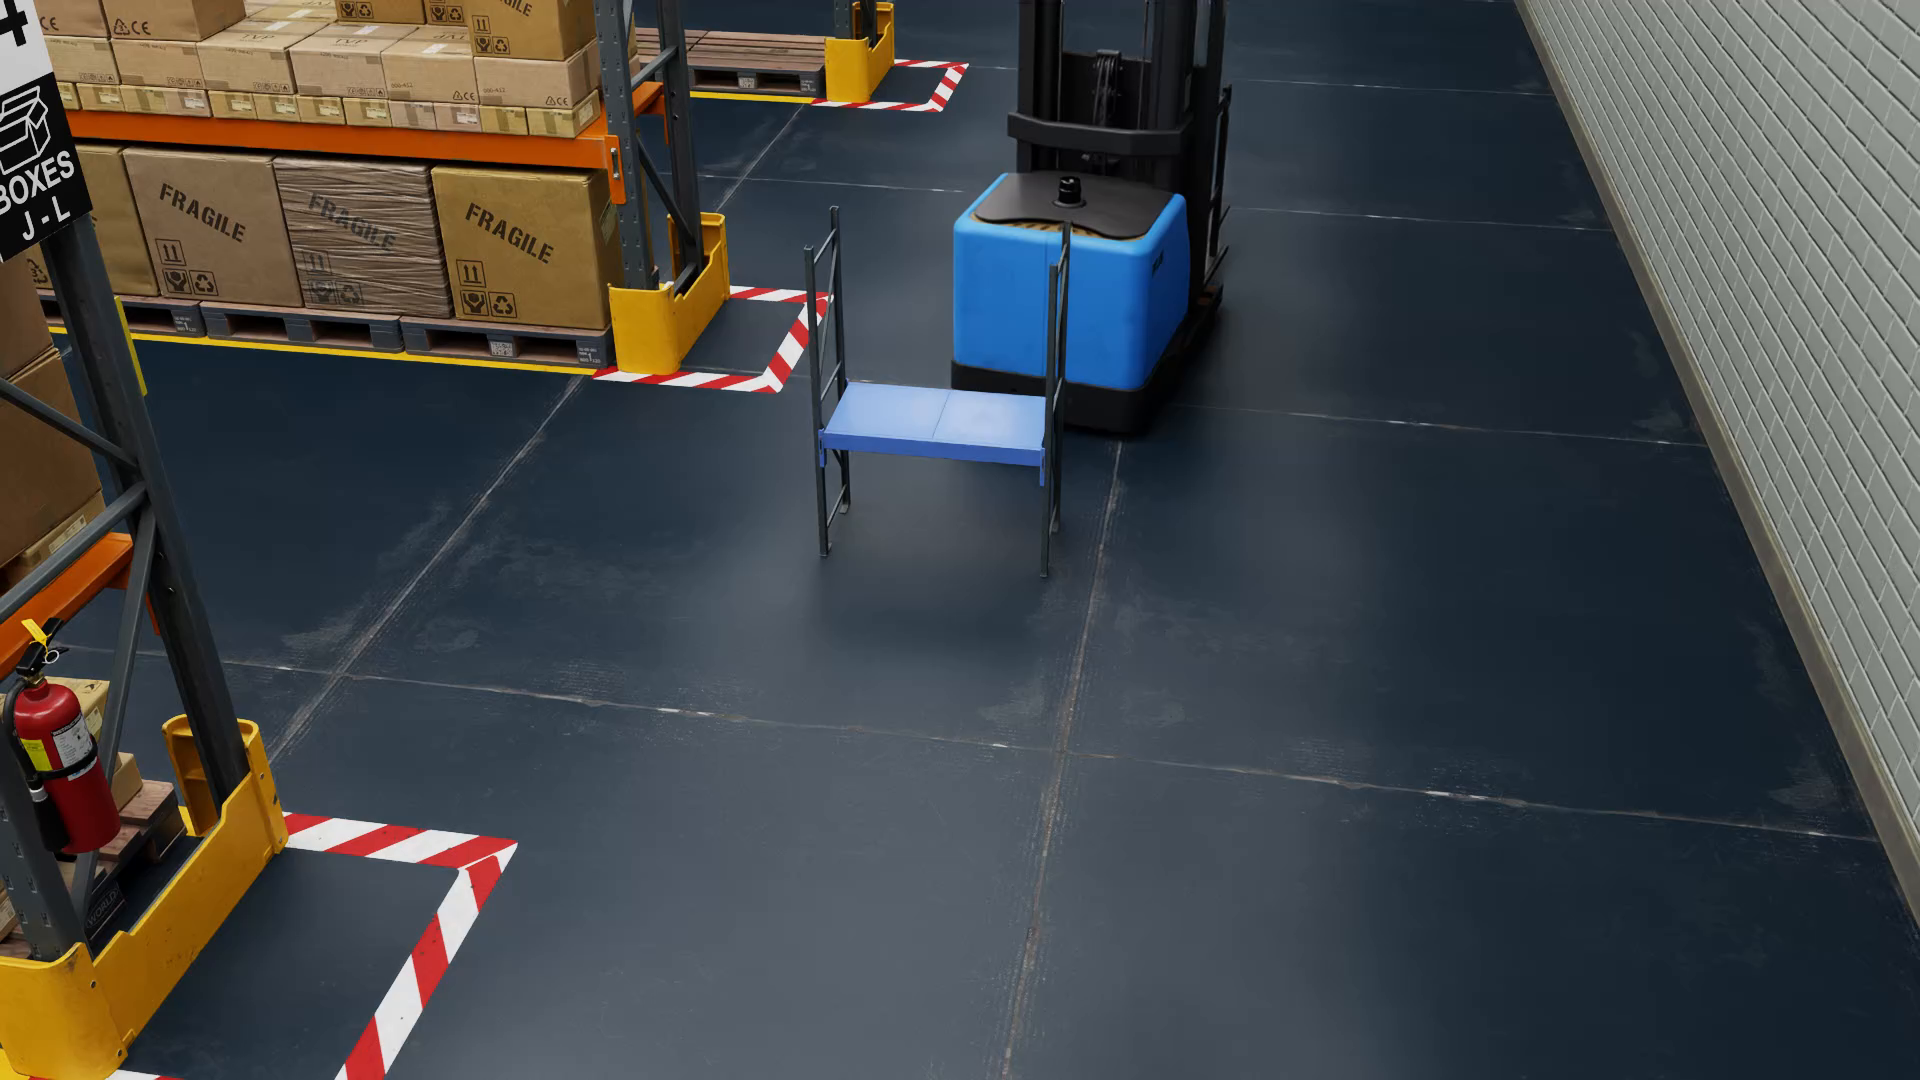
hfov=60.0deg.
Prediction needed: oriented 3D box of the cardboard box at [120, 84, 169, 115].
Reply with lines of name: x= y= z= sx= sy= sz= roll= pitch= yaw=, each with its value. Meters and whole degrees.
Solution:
cardboard box: x=-4.355 y=-2.458 z=9.087 sx=0.250 sy=0.149 sz=0.380 roll=5 pitch=32 yaw=8

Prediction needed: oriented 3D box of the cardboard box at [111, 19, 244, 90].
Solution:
cardboard box: x=-4.201 y=-2.650 z=9.018 sx=0.500 sy=0.250 sz=0.500 roll=6 pitch=33 yaw=9

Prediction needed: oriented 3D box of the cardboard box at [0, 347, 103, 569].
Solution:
cardboard box: x=-3.008 y=-0.268 z=4.976 sx=0.500 sy=0.500 sz=0.500 roll=7 pitch=33 yaw=11

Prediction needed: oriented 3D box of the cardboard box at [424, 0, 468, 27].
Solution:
cardboard box: x=-2.599 y=-3.109 z=9.044 sx=0.500 sy=0.500 sz=0.500 roll=4 pitch=32 yaw=7

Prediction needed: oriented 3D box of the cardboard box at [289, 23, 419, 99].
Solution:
cardboard box: x=-3.202 y=-2.558 z=8.870 sx=0.500 sy=0.250 sz=0.500 roll=4 pitch=32 yaw=7

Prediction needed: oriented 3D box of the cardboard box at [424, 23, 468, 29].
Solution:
cardboard box: x=-2.619 y=-2.789 z=9.240 sx=0.500 sy=0.250 sz=0.500 roll=5 pitch=32 yaw=8

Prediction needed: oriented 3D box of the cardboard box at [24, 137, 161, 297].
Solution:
cardboard box: x=-4.984 y=-2.034 z=9.778 sx=0.875 sy=0.875 sz=0.875 roll=5 pitch=32 yaw=8

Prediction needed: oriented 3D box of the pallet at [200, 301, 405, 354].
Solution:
pallet: x=-3.678 y=-1.458 z=9.881 sx=1.213 sy=0.211 sz=1.003 roll=5 pitch=32 yaw=8

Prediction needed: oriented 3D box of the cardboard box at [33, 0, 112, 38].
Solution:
cardboard box: x=-4.708 y=-3.013 z=8.890 sx=0.500 sy=0.500 sz=0.500 roll=5 pitch=32 yaw=8

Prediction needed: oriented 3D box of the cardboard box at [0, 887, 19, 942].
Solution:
cardboard box: x=-3.166 y=1.178 z=5.333 sx=0.250 sy=0.149 sz=0.380 roll=6 pitch=32 yaw=9

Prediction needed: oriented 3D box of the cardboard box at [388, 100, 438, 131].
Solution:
cardboard box: x=-2.835 y=-2.321 z=8.868 sx=0.250 sy=0.149 sz=0.380 roll=6 pitch=32 yaw=9

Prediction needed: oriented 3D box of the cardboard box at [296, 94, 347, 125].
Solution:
cardboard box: x=-3.347 y=-2.366 z=8.940 sx=0.250 sy=0.149 sz=0.380 roll=5 pitch=32 yaw=8

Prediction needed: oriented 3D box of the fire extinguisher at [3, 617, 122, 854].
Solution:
fire extinguisher: x=-2.441 y=0.540 z=4.485 sx=0.183 sy=0.674 sz=0.296 roll=5 pitch=32 yaw=8

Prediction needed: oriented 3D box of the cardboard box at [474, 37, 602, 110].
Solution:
cardboard box: x=-2.200 y=-2.467 z=8.725 sx=0.500 sy=0.250 sz=0.500 roll=5 pitch=32 yaw=7

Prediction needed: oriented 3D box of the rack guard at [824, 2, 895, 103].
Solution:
rack guard: x=-0.819 y=-4.035 z=13.726 sx=0.348 sy=0.500 sz=1.175 roll=5 pitch=32 yaw=8

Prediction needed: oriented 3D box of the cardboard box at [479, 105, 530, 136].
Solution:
cardboard box: x=-2.341 y=-2.275 z=8.795 sx=0.250 sy=0.149 sz=0.380 roll=6 pitch=32 yaw=9

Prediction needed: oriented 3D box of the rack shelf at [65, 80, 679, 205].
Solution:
rack shelf: x=-3.649 y=-2.373 z=9.393 sx=4.000 sy=0.370 sz=1.077 roll=5 pitch=32 yaw=8

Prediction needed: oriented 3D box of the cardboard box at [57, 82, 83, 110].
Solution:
cardboard box: x=-4.867 y=-2.503 z=9.159 sx=0.250 sy=0.149 sz=0.380 roll=6 pitch=33 yaw=10

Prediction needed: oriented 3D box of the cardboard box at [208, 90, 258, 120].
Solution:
cardboard box: x=-3.848 y=-2.412 z=9.013 sx=0.250 sy=0.149 sz=0.380 roll=4 pitch=32 yaw=7

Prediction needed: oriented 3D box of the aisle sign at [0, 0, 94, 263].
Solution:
aisle sign: x=-2.490 y=-1.167 z=4.337 sx=0.004 sy=0.787 sz=0.394 roll=5 pitch=32 yaw=8

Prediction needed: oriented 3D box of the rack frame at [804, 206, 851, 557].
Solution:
rack frame: x=-0.585 y=-0.689 z=7.437 sx=0.032 sy=1.500 sz=0.500 roll=5 pitch=32 yaw=8

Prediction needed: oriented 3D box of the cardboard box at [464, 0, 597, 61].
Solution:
cardboard box: x=-2.202 y=-2.786 z=8.528 sx=0.500 sy=0.500 sz=0.500 roll=6 pitch=32 yaw=9

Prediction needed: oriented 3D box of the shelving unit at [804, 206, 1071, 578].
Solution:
shelving unit: x=-0.084 y=-0.643 z=7.364 sx=1.048 sy=1.500 sz=0.538 roll=5 pitch=32 yaw=8

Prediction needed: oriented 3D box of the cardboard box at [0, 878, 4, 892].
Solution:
cardboard box: x=-3.180 y=1.092 z=5.190 sx=0.250 sy=0.149 sz=0.380 roll=4 pitch=32 yaw=7

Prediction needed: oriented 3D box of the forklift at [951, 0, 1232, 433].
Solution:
forklift: x=0.928 y=-2.562 z=9.081 sx=1.130 sy=2.935 sz=3.031 roll=11 pitch=34 yaw=17

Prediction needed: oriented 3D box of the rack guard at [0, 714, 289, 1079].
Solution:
rack guard: x=-2.687 y=1.138 z=5.461 sx=0.348 sy=0.500 sz=1.175 roll=5 pitch=32 yaw=8

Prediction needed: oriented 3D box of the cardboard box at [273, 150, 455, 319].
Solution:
cardboard box: x=-3.219 y=-1.874 z=9.523 sx=0.875 sy=0.875 sz=0.875 roll=5 pitch=32 yaw=8

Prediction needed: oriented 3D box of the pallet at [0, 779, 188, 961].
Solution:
pallet: x=-3.482 y=1.169 z=5.683 sx=1.213 sy=0.211 sz=1.003 roll=5 pitch=32 yaw=8

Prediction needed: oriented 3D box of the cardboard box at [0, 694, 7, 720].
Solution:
cardboard box: x=-3.363 y=0.677 z=5.571 sx=0.250 sy=0.149 sz=0.380 roll=6 pitch=33 yaw=9

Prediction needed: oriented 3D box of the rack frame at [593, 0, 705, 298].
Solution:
rack frame: x=-1.678 y=-2.500 z=8.917 sx=0.127 sy=3.000 sz=1.000 roll=5 pitch=32 yaw=8

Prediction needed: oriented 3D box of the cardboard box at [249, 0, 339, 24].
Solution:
cardboard box: x=-3.629 y=-2.880 z=9.385 sx=0.500 sy=0.250 sz=0.500 roll=5 pitch=32 yaw=7

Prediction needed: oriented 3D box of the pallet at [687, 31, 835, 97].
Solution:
pallet: x=-1.651 y=-4.002 z=13.945 sx=1.213 sy=0.211 sz=1.003 roll=5 pitch=32 yaw=8

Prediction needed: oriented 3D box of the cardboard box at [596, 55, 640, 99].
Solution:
cardboard box: x=-1.972 y=-2.598 z=9.310 sx=0.250 sy=0.149 sz=0.380 roll=6 pitch=32 yaw=9
